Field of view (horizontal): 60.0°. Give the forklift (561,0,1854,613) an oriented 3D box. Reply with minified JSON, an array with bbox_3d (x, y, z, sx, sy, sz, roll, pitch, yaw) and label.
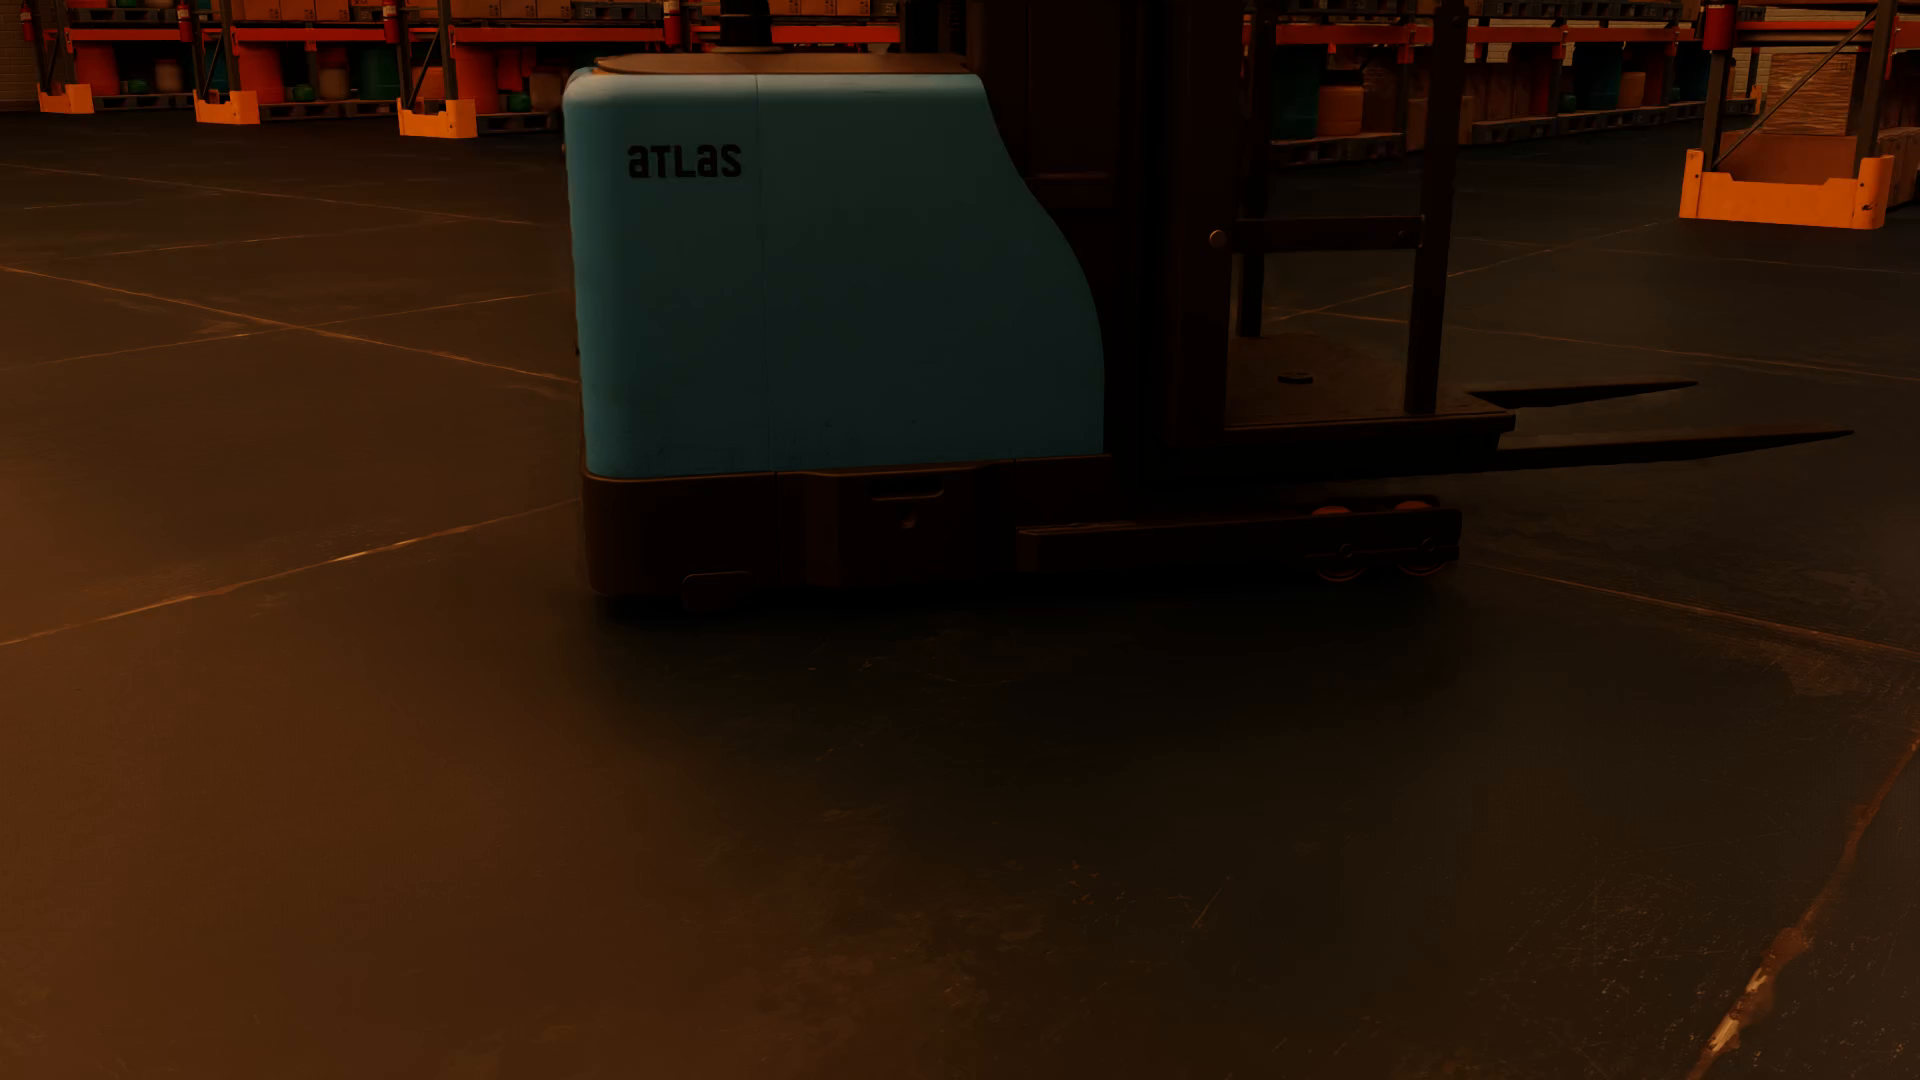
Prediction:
[{"bbox_3d":[0.632,-1.456,3.693,3.031,2.935,1.130,-4,17,-12],"label":"forklift"}]
